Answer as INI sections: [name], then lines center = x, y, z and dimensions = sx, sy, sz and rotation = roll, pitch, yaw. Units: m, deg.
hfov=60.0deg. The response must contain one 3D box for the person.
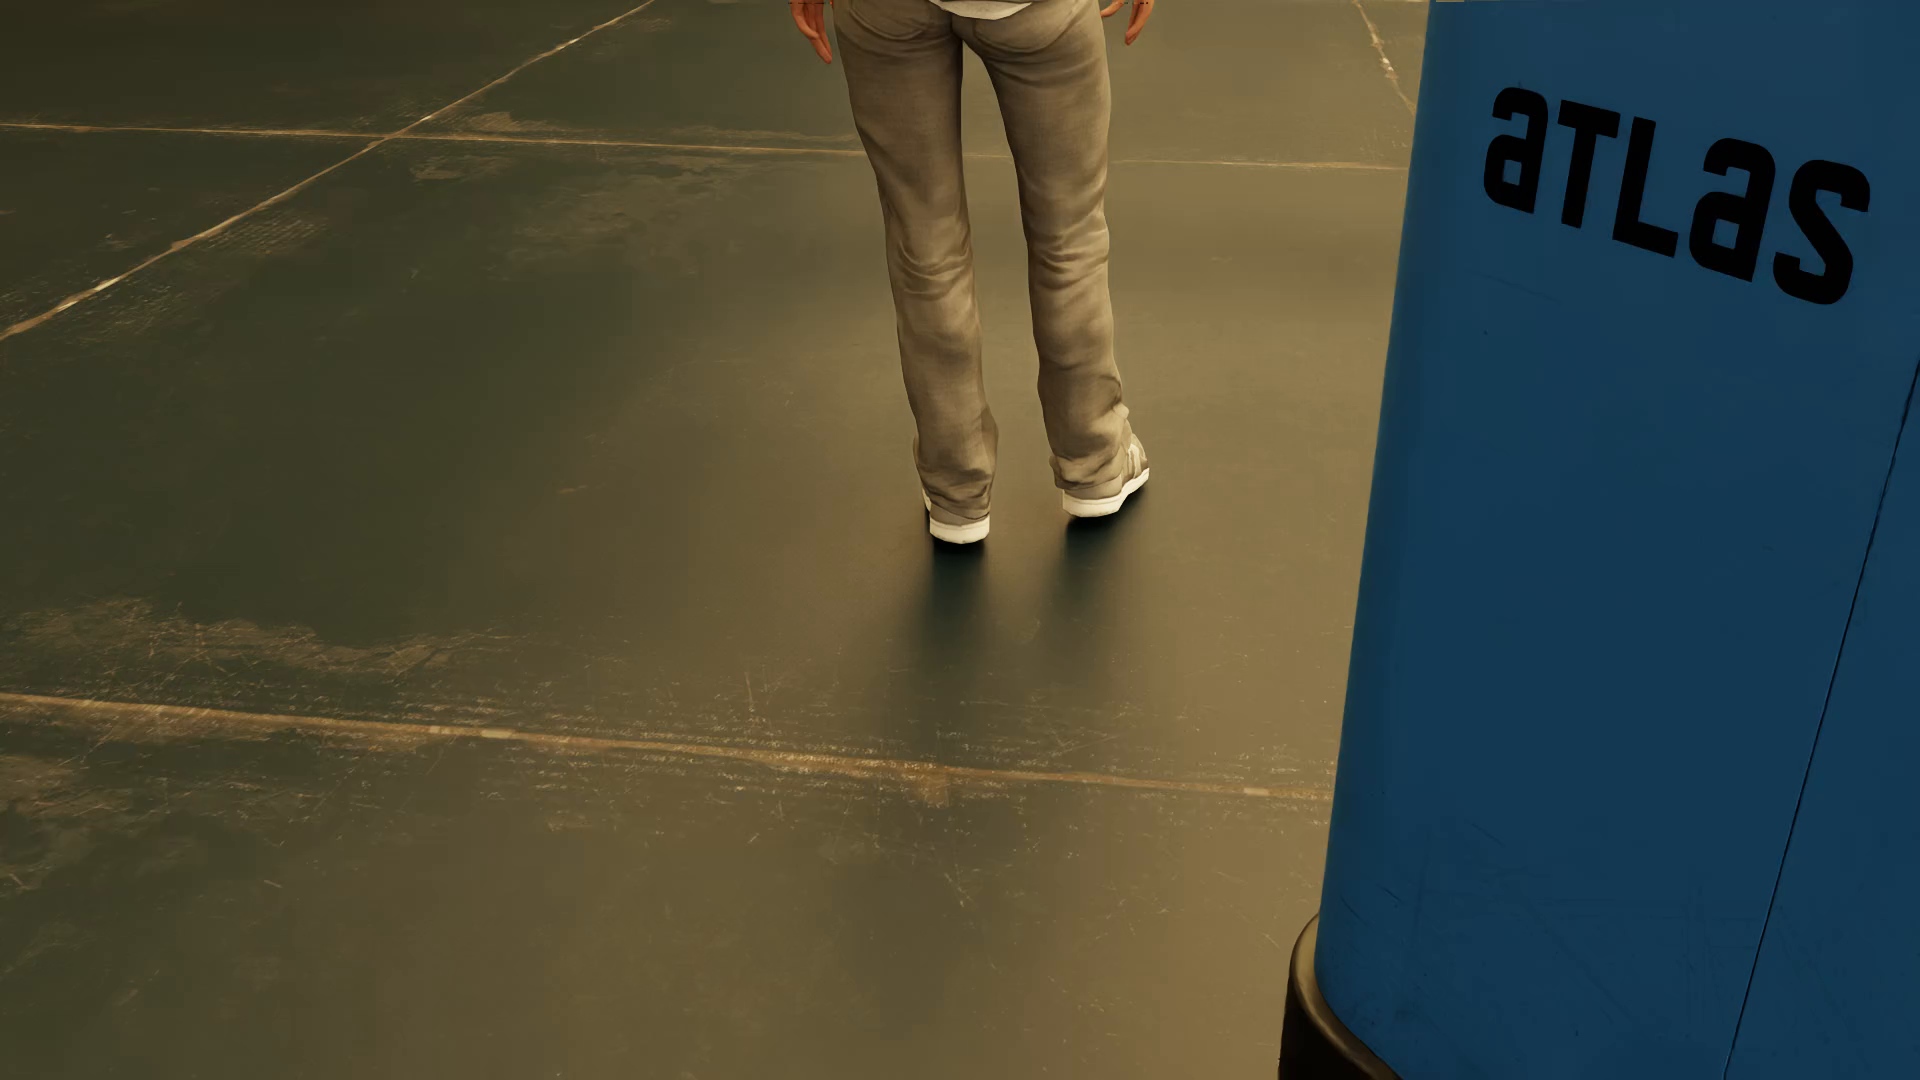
[person]
center = 0.023, -0.753, 2.205
dimensions = 0.521, 1.599, 0.473
rotation = 3, 27, 7
